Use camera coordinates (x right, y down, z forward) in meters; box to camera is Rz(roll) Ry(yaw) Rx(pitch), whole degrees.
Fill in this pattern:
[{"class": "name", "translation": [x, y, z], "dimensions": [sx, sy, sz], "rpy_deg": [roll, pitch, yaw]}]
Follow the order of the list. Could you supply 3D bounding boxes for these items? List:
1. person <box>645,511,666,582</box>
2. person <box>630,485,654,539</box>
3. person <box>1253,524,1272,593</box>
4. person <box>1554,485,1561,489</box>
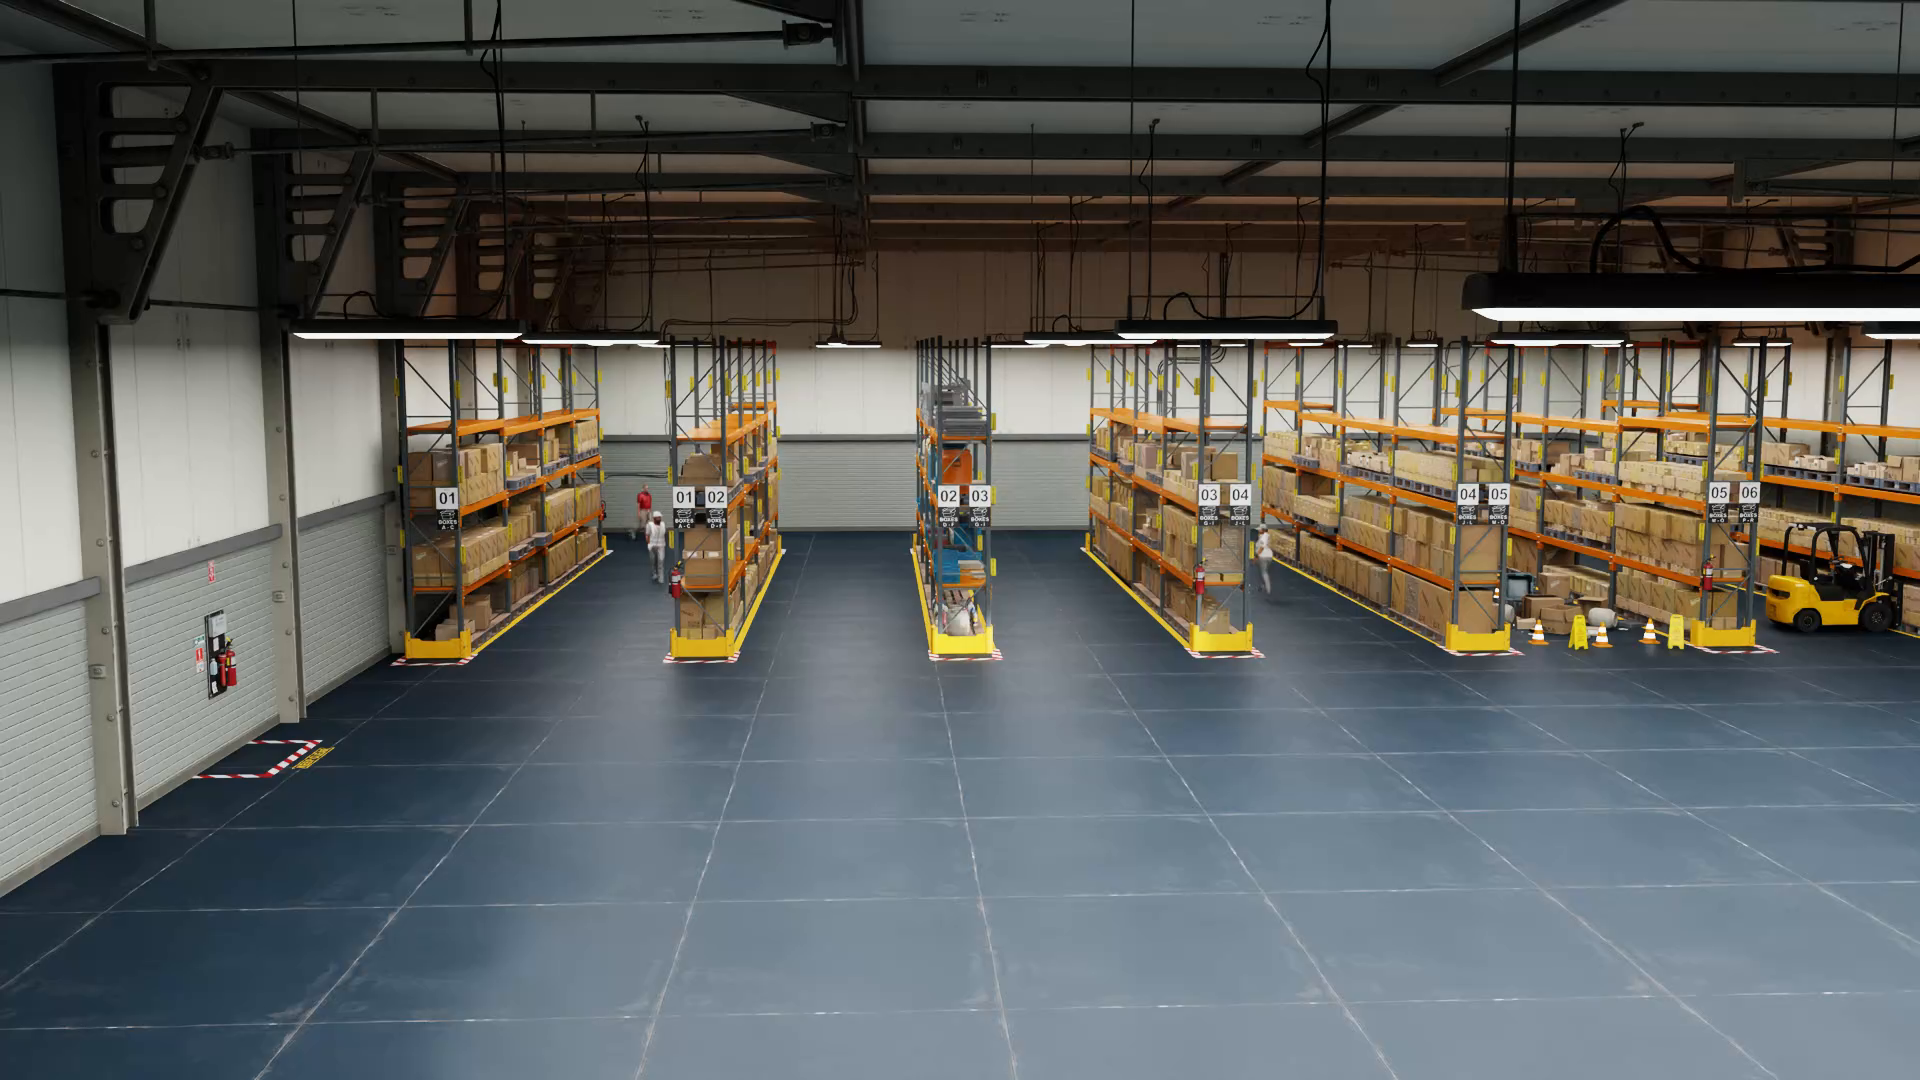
[{"class": "person", "translation": [-7.557, 0.153, 41.294], "dimensions": [0.484, 1.740, 0.972], "rpy_deg": [-1, 7, -5]}, {"class": "person", "translation": [-9.537, -0.822, 50.136], "dimensions": [0.748, 1.695, 0.610], "rpy_deg": [3, 7, 27]}, {"class": "person", "translation": [7.135, 0.469, 39.282], "dimensions": [0.528, 1.720, 0.600], "rpy_deg": [-6, 9, -43]}, {"class": "person", "translation": [17.525, -0.724, 48.867], "dimensions": [0.597, 1.781, 0.542], "rpy_deg": [5, 8, 40]}]
